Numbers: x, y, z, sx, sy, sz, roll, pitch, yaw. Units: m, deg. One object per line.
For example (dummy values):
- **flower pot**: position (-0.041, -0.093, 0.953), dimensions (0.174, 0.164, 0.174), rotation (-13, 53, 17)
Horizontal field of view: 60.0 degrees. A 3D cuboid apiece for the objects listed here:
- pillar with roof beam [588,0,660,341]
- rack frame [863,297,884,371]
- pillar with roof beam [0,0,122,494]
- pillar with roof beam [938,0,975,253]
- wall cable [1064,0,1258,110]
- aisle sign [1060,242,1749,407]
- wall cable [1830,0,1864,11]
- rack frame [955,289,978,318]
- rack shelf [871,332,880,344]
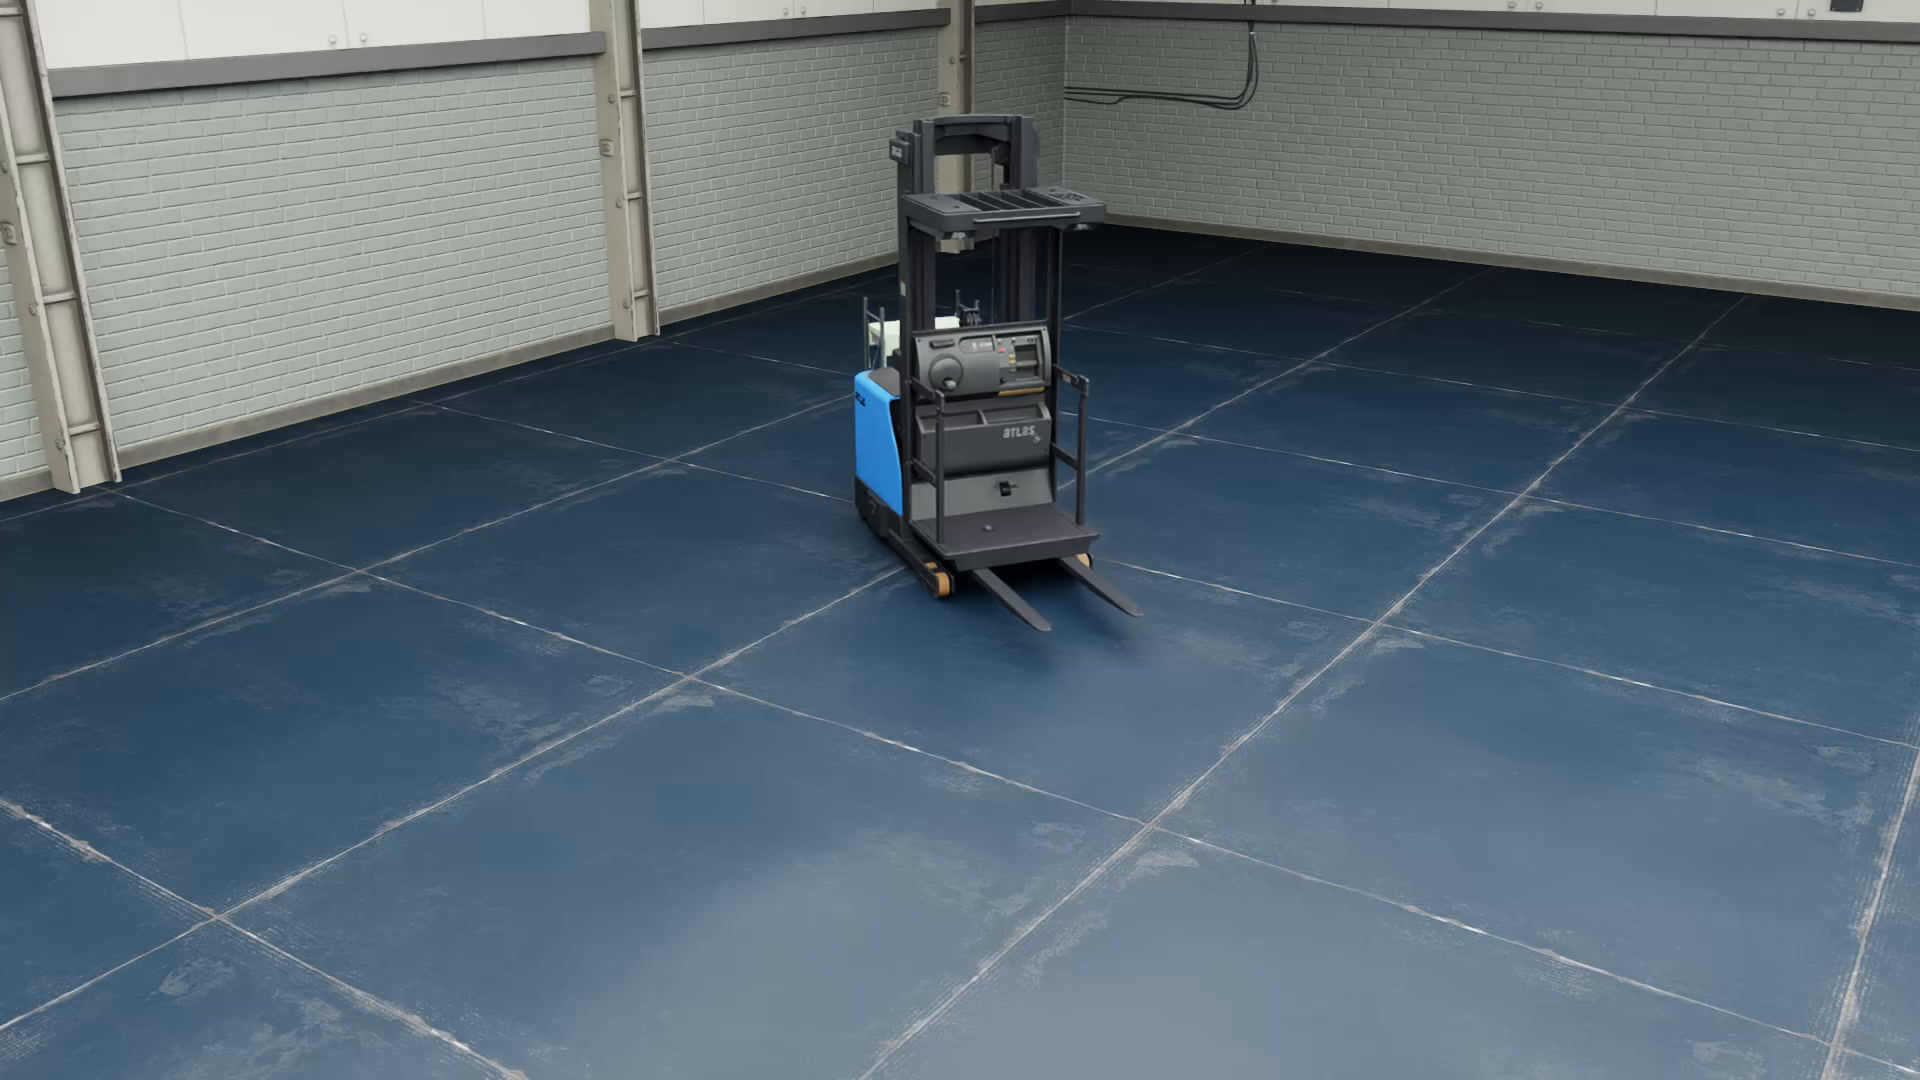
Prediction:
- **pillar with roof beam**: position (0.139, -5.541, 13.773), dimensions (9.100, 9.000, 0.400), rotation (13, 24, 32)
- **rack frame**: position (-0.631, -1.029, 12.385), dimensions (0.023, 1.500, 0.400), rotation (-8, 22, -21)
- **pillar with roof beam**: position (-3.234, -3.819, 9.119), dimensions (9.100, 9.000, 0.400), rotation (13, 24, 32)
- **pillar with roof beam**: position (0.782, -1.637, 3.148), dimensions (22.890, 9.050, 30.400), rotation (13, 24, 32)
- **wall cable**: position (2.701, -7.233, 22.823), dimensions (3.097, 2.526, 0.112), rotation (13, 24, 32)
- **aisle sign**: position (5.174, -2.650, 18.928), dimensions (6.000, 0.001, 6.000), rotation (13, 24, 32)
- **wall cable**: position (10.544, -8.428, 16.677), dimensions (2.305, 6.003, 0.169), rotation (13, 24, 32)
- **rack frame**: position (0.048, -1.124, 12.641), dimensions (0.023, 1.500, 0.400), rotation (-8, 22, -21)
- **rack shelf**: position (-0.291, -1.509, 12.353), dimensions (0.664, 0.071, 0.332), rotation (-8, 22, -21)
